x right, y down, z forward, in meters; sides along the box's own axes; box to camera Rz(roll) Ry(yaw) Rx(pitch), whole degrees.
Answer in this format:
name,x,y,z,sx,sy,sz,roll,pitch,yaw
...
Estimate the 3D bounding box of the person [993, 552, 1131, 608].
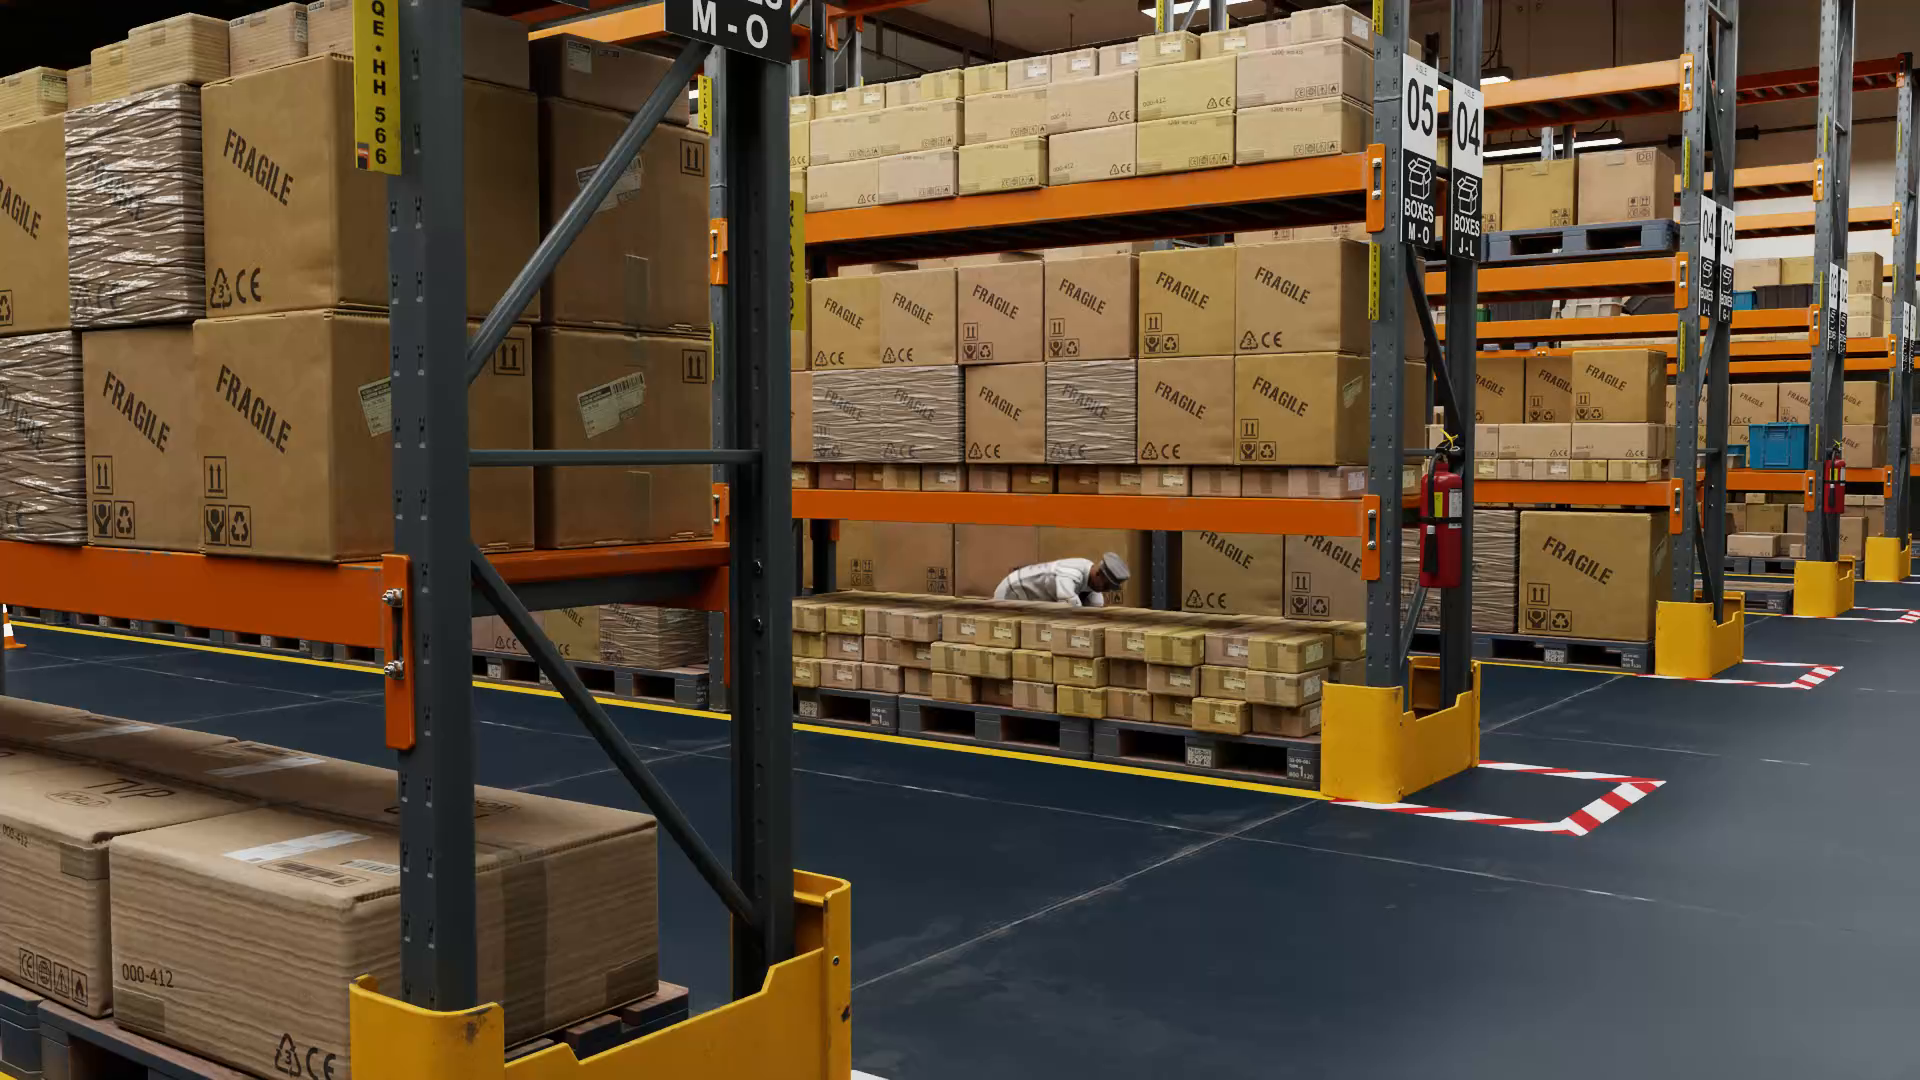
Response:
name,x,y,z,sx,sy,sz,roll,pitch,yaw
person,0.718,0.516,11.615,0.998,0.884,0.532,2,4,35
